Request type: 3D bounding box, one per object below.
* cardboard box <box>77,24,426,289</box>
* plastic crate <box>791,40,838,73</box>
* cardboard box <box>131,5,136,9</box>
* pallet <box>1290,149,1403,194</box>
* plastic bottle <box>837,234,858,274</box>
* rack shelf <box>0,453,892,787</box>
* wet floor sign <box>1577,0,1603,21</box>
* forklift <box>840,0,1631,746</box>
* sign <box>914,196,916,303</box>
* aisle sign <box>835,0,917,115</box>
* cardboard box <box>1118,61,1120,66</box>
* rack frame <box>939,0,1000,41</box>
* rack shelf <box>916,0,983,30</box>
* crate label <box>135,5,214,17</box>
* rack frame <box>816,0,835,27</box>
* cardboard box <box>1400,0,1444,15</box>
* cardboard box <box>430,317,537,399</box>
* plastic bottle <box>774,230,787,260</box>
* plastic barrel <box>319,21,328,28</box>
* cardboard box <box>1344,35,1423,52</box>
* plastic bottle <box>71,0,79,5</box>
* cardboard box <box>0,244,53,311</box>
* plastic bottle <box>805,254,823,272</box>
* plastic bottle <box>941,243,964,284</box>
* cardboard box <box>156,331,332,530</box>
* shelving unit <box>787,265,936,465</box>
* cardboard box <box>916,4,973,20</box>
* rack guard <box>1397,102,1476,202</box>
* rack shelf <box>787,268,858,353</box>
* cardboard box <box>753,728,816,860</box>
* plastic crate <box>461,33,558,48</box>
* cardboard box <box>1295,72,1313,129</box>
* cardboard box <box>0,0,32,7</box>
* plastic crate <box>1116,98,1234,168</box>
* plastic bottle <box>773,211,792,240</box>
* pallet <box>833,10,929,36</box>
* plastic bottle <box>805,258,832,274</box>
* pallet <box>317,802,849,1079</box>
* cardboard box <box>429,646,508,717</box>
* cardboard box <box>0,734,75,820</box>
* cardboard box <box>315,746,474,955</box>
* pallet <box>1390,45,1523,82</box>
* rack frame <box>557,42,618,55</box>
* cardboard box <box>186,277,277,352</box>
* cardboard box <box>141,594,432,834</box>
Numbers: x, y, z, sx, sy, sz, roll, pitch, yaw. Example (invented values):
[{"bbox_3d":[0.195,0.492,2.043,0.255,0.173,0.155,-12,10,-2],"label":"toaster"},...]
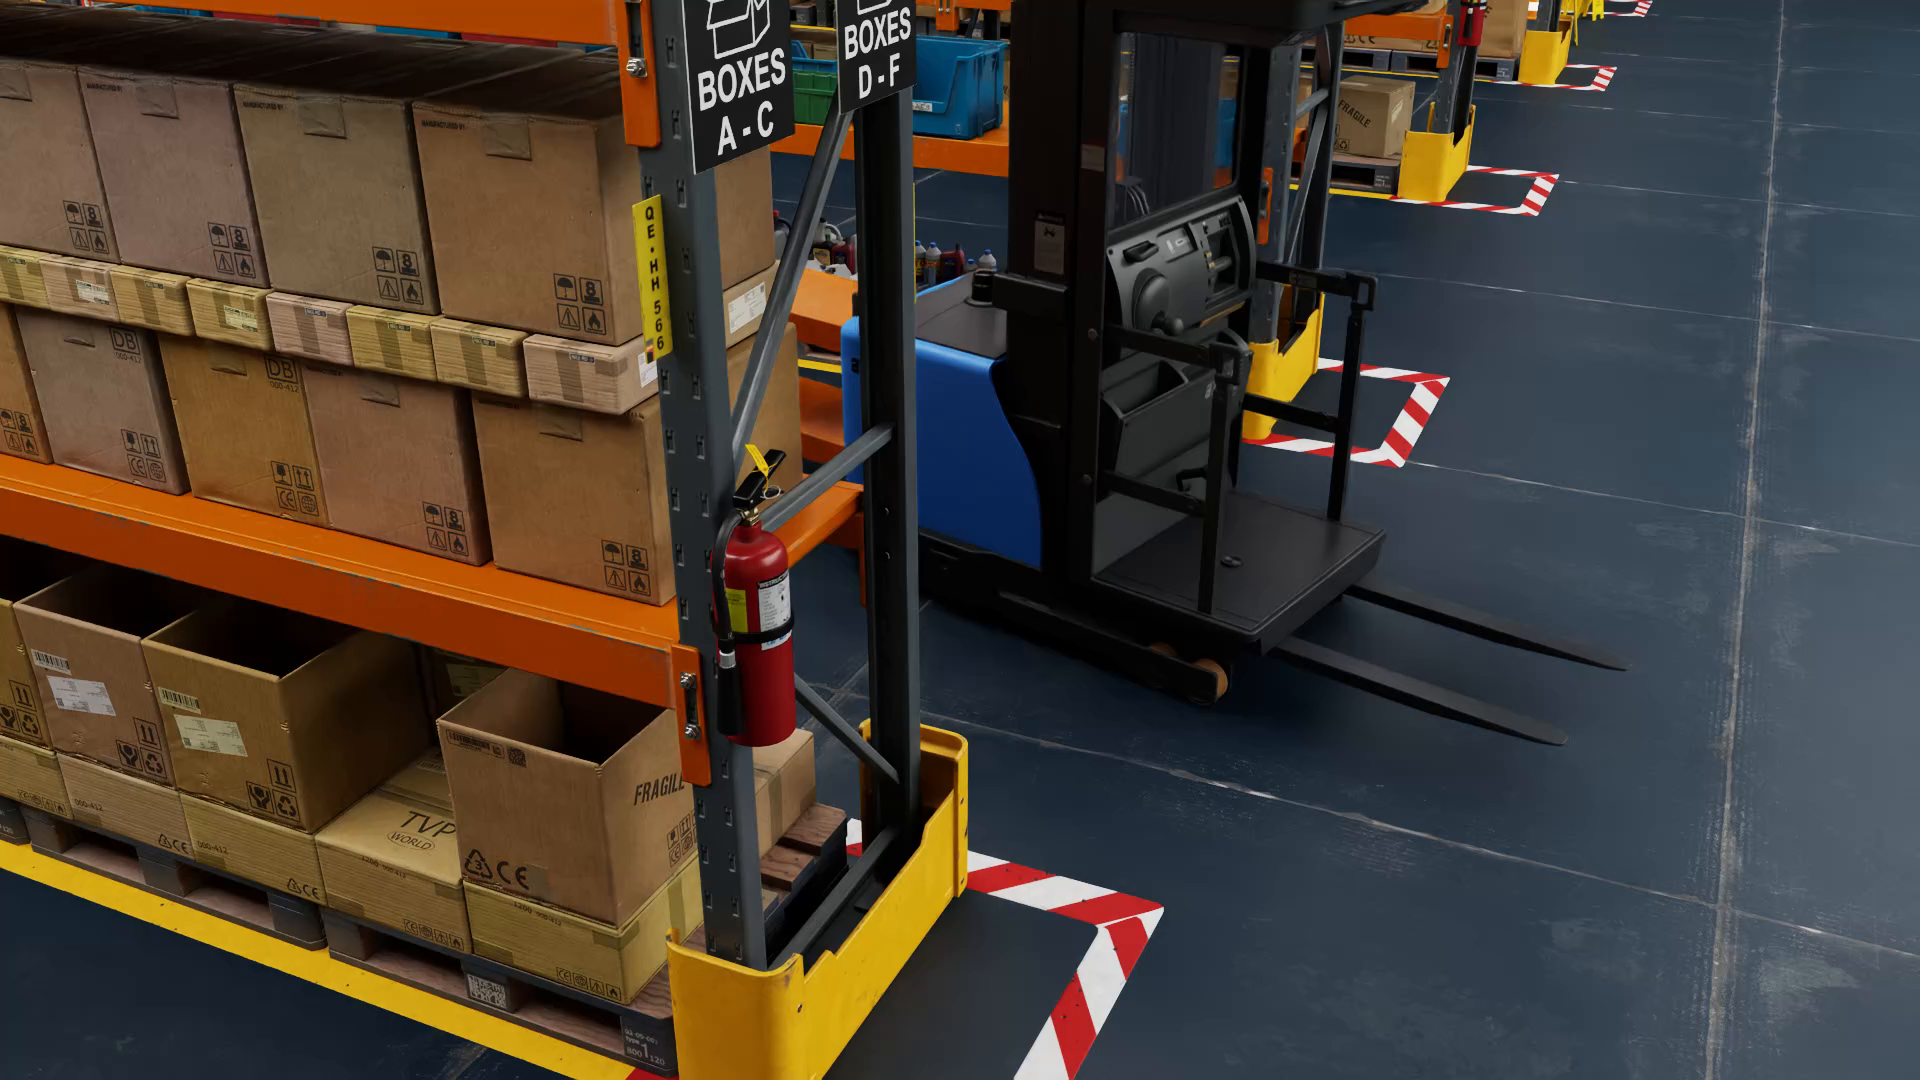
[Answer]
[{"bbox_3d":[-1.784,-1.024,4.353,0.500,0.500,0.700,11,28,22],"label":"cardboard box"},{"bbox_3d":[-0.843,-2.674,9.454,0.616,0.251,0.499,11,28,22],"label":"plastic crate"},{"bbox_3d":[-8.582,-5.841,17.647,0.875,0.875,0.875,11,28,22],"label":"cardboard box"},{"bbox_3d":[2.934,-3.020,13.144,1.213,0.211,1.003,11,28,22],"label":"pallet"},{"bbox_3d":[-0.643,-1.682,9.856,0.135,0.276,0.152,12,29,23],"label":"plastic bottle"},{"bbox_3d":[-2.196,-0.155,4.982,4.000,0.370,1.077,11,28,22],"label":"rack shelf"},{"bbox_3d":[7.560,-6.558,19.839,0.232,0.644,0.267,23,35,39],"label":"wet floor sign"},{"bbox_3d":[0.976,-0.980,5.923,3.031,2.935,1.130,19,32,34],"label":"forklift"},{"bbox_3d":[-0.141,-0.758,4.323,0.005,0.325,0.100,11,28,22],"label":"sign"},{"bbox_3d":[-0.189,-1.389,3.732,0.004,0.787,0.394,11,28,22],"label":"aisle sign"},{"bbox_3d":[0.959,-3.702,13.727,0.500,0.500,0.500,22,34,38],"label":"cardboard box"},{"bbox_3d":[0.087,-4.825,13.655,0.127,3.000,1.000,11,28,22],"label":"rack frame"},{"bbox_3d":[-1.734,-4.868,14.557,4.000,0.370,1.077,11,28,22],"label":"rack shelf"},{"bbox_3d":[-4.812,-3.291,10.498,0.616,0.435,0.502,11,28,22],"label":"crate label"},{"bbox_3d":[-1.409,-7.533,19.154,0.127,3.000,1.000,11,28,22],"label":"rack frame"},{"bbox_3d":[3.383,-3.951,12.162,0.250,0.149,0.380,11,28,22],"label":"cardboard box"},{"bbox_3d":[-1.041,-0.488,3.998,0.250,0.149,0.380,12,29,23],"label":"cardboard box"},{"bbox_3d":[-1.121,-1.708,9.909,0.135,0.276,0.152,11,28,22],"label":"plastic bottle"},{"bbox_3d":[-4.196,-3.436,10.707,0.421,0.512,0.421,0,26,0],"label":"plastic barrel"},{"bbox_3d":[4.427,-5.563,17.082,0.875,0.875,0.875,11,28,21],"label":"cardboard box"},{"bbox_3d":[-6.286,-3.803,11.720,0.135,0.276,0.152,11,28,22],"label":"plastic bottle"},{"bbox_3d":[-2.441,-0.770,4.571,0.250,0.149,0.380,11,28,21],"label":"cardboard box"},{"bbox_3d":[-0.841,-1.416,9.231,0.185,0.351,0.144,11,28,21],"label":"plastic bottle"},{"bbox_3d":[-0.042,-1.587,9.654,0.133,0.283,0.061,12,29,23],"label":"plastic bottle"},{"bbox_3d":[-1.725,-0.434,4.623,0.500,0.500,0.700,12,28,22],"label":"cardboard box"},{"bbox_3d":[-0.669,-0.713,7.425,1.048,1.125,0.538,19,32,34],"label":"shelving unit"},{"bbox_3d":[-0.095,-6.406,18.936,0.750,0.750,1.050,12,29,23],"label":"cardboard box"},{"bbox_3d":[3.659,-2.987,12.750,0.348,0.500,1.175,11,28,22],"label":"rack guard"},{"bbox_3d":[-0.669,-0.976,7.296,1.000,0.278,0.538,19,32,34],"label":"rack shelf"},{"bbox_3d":[-0.772,0.746,4.976,0.500,0.250,0.500,11,28,22],"label":"cardboard box"},{"bbox_3d":[-2.531,-2.828,9.526,0.583,0.464,0.402,11,28,22],"label":"plastic crate"},{"bbox_3d":[2.608,-3.377,13.069,0.500,0.500,0.500,20,33,35],"label":"cardboard box"},{"bbox_3d":[-3.150,-1.299,4.911,0.500,0.500,0.700,11,28,22],"label":"cardboard box"},{"bbox_3d":[1.098,-2.007,8.099,0.616,0.251,0.499,11,28,22],"label":"plastic crate"},{"bbox_3d":[-1.083,-1.806,10.023,0.185,0.351,0.144,10,28,19],"label":"plastic bottle"},{"bbox_3d":[-0.723,-6.107,19.415,1.213,0.211,1.003,11,28,22],"label":"pallet"},{"bbox_3d":[-0.803,-1.447,9.378,0.135,0.276,0.152,11,28,22],"label":"plastic bottle"},{"bbox_3d":[-1.089,1.016,4.946,1.213,0.211,1.003,11,28,22],"label":"pallet"},{"bbox_3d":[-1.228,0.319,4.995,0.500,0.500,0.500,11,28,22],"label":"cardboard box"},{"bbox_3d":[-2.814,0.596,5.281,0.500,0.250,0.500,11,28,22],"label":"cardboard box"},{"bbox_3d":[-1.446,0.868,4.729,0.500,0.250,0.500,11,28,22],"label":"cardboard box"},{"bbox_3d":[5.113,-4.934,17.032,1.213,0.211,1.003,11,28,22],"label":"pallet"},{"bbox_3d":[-1.963,-2.834,9.610,0.127,3.000,1.000,11,28,22],"label":"rack frame"},{"bbox_3d":[-1.742,-0.629,4.285,0.250,0.149,0.380,12,29,23],"label":"cardboard box"},{"bbox_3d":[-1.904,0.442,4.745,0.500,0.500,0.500,11,28,22],"label":"cardboard box"}]
